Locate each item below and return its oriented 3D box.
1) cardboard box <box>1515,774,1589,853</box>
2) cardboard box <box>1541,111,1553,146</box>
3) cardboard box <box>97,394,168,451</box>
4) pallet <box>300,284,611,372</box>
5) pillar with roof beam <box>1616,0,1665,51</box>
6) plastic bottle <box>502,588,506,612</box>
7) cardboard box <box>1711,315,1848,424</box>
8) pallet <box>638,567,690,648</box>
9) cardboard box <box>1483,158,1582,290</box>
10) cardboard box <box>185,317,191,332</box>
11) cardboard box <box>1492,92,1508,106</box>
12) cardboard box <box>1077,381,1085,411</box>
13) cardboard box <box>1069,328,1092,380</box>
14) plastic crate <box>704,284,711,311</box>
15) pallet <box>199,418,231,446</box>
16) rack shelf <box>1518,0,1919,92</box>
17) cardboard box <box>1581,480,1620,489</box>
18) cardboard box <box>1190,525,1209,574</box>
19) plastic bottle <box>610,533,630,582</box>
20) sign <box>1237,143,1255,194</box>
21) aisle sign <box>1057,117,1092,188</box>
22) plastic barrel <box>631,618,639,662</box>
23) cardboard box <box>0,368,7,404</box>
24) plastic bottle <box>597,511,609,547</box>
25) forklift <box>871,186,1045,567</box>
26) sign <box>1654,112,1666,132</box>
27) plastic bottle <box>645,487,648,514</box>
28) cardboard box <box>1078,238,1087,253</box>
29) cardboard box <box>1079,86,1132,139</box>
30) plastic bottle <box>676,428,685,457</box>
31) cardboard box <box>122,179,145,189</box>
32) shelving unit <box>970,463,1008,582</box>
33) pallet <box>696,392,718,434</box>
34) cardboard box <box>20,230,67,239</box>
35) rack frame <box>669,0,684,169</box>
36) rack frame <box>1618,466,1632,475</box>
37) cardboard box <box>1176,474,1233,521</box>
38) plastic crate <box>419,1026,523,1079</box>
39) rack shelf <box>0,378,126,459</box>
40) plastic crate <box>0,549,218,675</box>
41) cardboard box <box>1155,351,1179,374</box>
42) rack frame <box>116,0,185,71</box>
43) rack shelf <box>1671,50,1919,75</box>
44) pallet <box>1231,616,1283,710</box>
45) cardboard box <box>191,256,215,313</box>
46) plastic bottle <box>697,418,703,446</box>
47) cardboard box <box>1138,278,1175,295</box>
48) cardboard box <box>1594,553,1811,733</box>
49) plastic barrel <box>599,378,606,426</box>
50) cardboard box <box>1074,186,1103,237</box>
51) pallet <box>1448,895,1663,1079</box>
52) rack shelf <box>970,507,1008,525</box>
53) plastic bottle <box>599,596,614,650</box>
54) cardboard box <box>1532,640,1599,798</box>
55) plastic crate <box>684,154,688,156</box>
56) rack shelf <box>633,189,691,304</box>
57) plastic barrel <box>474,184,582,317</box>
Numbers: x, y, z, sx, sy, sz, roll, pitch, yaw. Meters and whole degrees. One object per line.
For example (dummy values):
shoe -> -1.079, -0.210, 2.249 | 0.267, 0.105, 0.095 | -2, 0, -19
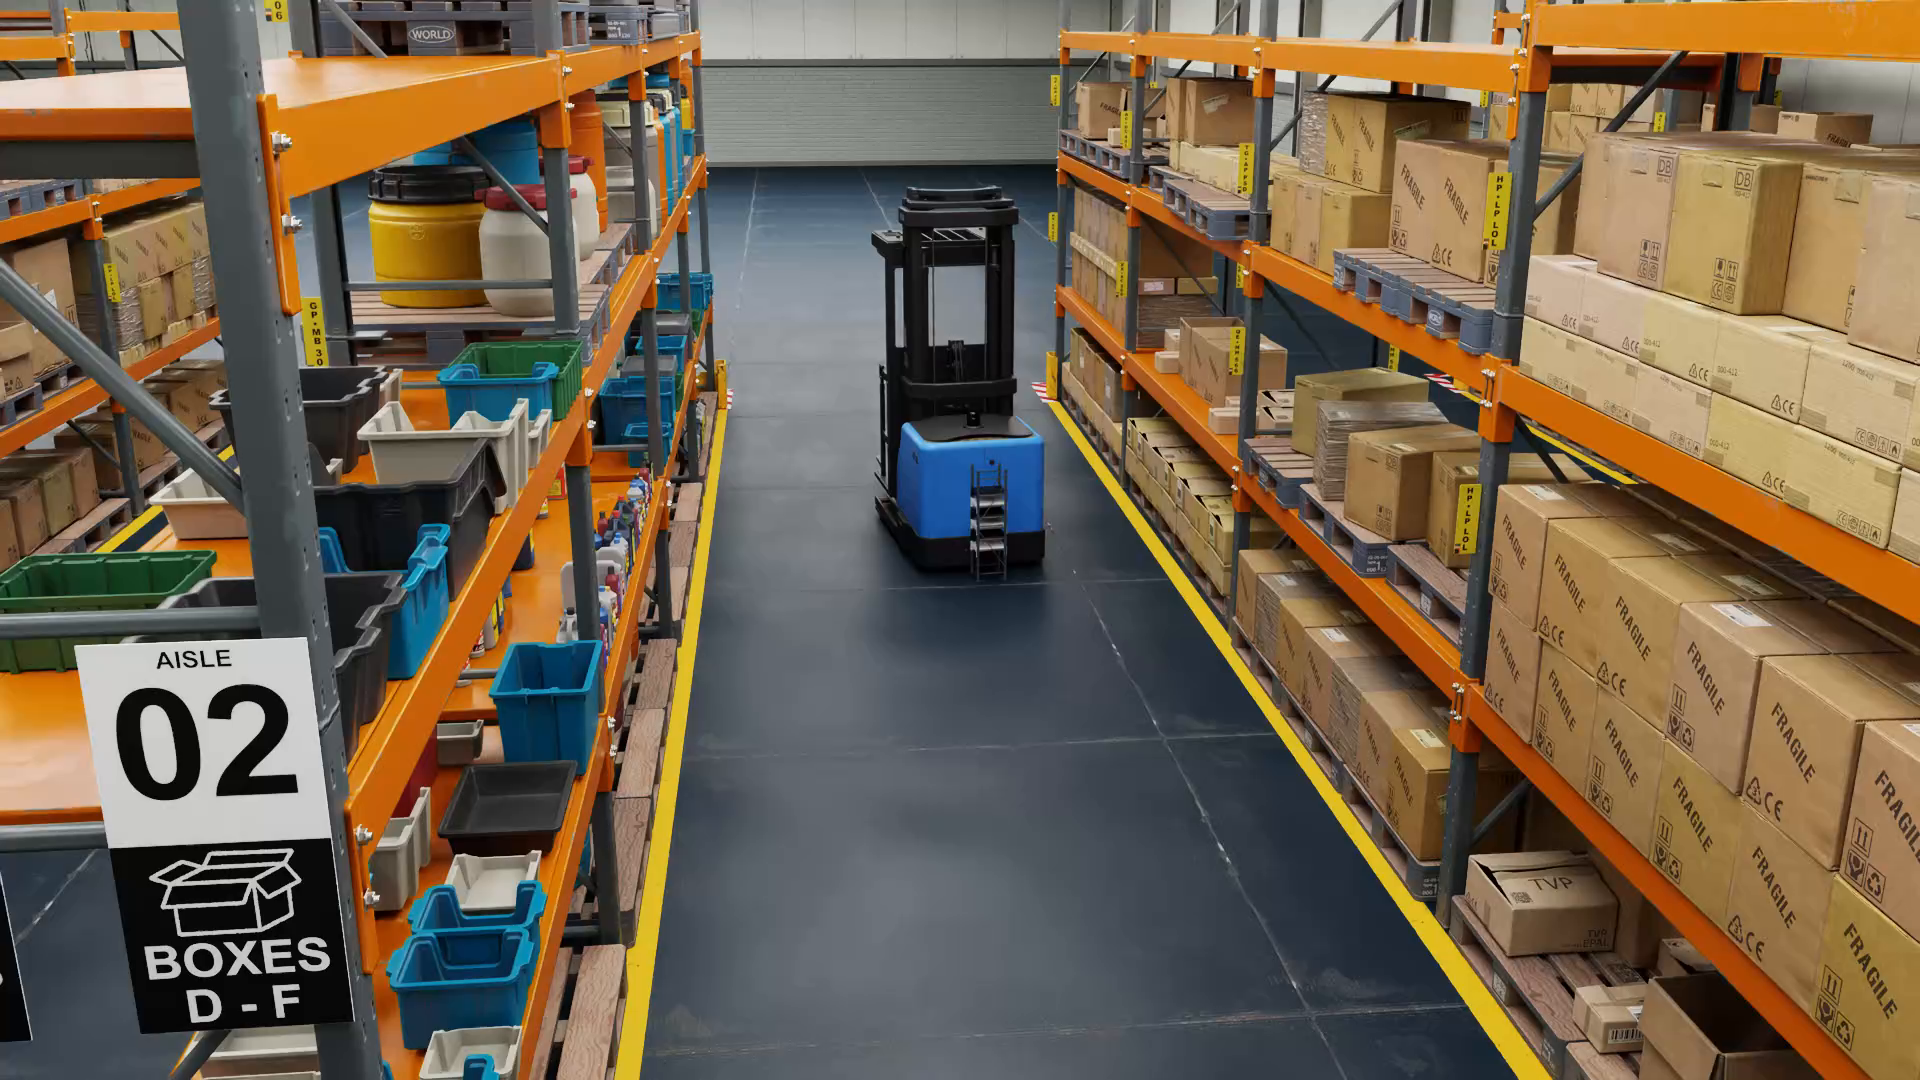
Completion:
cardboard box -> 3.045, 1.271, 8.558 | 0.500, 0.500, 0.500 | -3, 18, -8
cardboard box -> 6.405, -4.354, 17.831 | 0.500, 0.500, 0.500 | -1, 17, -3
cardboard box -> -8.037, -1.119, 16.206 | 0.500, 0.500, 0.500 | -3, 18, -11
pallet -> -2.253, -0.979, 7.596 | 1.213, 0.211, 1.003 | -2, 18, -6
pillar with roof beam -> 3.192, -5.836, 17.744 | 9.100, 9.000, 0.400 | -2, 18, -6
plastic bottle -> -2.418, 0.238, 8.627 | 0.097, 0.271, 0.097 | 0, 17, 0
cardboard box -> 2.801, -0.558, 5.354 | 0.500, 0.250, 0.500 | -2, 18, -6
pallet -> -2.529, 0.499, 12.235 | 1.003, 0.211, 1.213 | -2, 18, -6
cardboard box -> 2.874, -1.439, 7.710 | 0.600, 0.600, 0.600 | -3, 18, -11
cardboard box -> -7.788, -2.111, 16.313 | 0.380, 0.149, 0.250 | -2, 18, -6
cardboard box -> 6.340, -5.132, 18.639 | 0.500, 0.500, 0.500 | -3, 18, -10
cardboard box -> 1.555, -1.559, 18.024 | 0.500, 0.250, 0.500 | -2, 18, -6
cardboard box -> 1.502, -2.066, 18.386 | 0.500, 0.500, 0.500 | -2, 18, -6
plastic crate -> -2.902, -2.578, 17.630 | 0.499, 0.251, 0.408 | -2, 18, -6
pallet -> -8.183, -1.234, 17.754 | 1.003, 0.211, 1.213 | -2, 18, -6
rack shelf -> 3.059, -1.481, 5.078 | 1.077, 0.370, 4.000 | -2, 18, -6
cardboard box -> 3.026, 0.044, 8.160 | 0.700, 0.500, 0.500 | -8, 19, -24
cardboard box -> 2.086, 0.058, 12.876 | 0.500, 0.250, 0.500 | -2, 18, -6
plastic bottle -> -1.858, 0.095, 9.083 | 0.097, 0.271, 0.097 | 0, 17, 0
sign -> 1.887, -2.452, 10.977 | 0.100, 0.325, 0.005 | -2, 18, -6
aisle sign -> 1.303, -4.385, 18.797 | 0.394, 0.787, 0.004 | -2, 18, -6
plastic barrel -> -2.420, 0.381, 10.878 | 0.600, 0.830, 0.708 | -2, 18, -6
cardboard box -> -7.358, -1.082, 12.164 | 0.500, 0.250, 0.500 | -2, 18, -7
plastic bottle -> -2.028, -0.036, 9.480 | 0.061, 0.283, 0.133 | -2, 18, -6
forklift -> -0.139, -1.582, 14.321 | 1.130, 2.935, 3.031 | -4, 18, -12
sign -> 6.415, -3.756, 15.262 | 0.100, 0.325, 0.005 | -2, 18, -6
plastic bottle -> -1.994, -0.265, 10.344 | 0.097, 0.201, 0.097 | 0, 17, 0
cardboard box -> 1.495, -3.216, 18.162 | 0.380, 0.149, 0.250 | -2, 18, -5
cardboard box -> 1.514, -4.378, 17.003 | 0.500, 0.500, 0.500 | -2, 18, -6
plastic bottle -> -2.714, -0.986, 15.998 | 0.144, 0.351, 0.185 | -2, 18, -6
cardboard box -> -7.678, -3.297, 14.914 | 0.500, 0.250, 0.500 | -2, 18, -6
shelving unit -> 0.227, -0.139, 13.117 | 0.258, 0.900, 0.210 | -4, 18, -12
pallet -> -3.179, -1.389, 18.249 | 1.003, 0.211, 1.213 | -2, 18, -6
cardboard box -> -8.147, -2.430, 14.578 | 0.500, 0.500, 0.500 | -2, 18, -6
rack frame -> -2.900, -4.653, 13.976 | 1.000, 3.000, 0.127 | -2, 18, -6
rack frame -> 6.954, -2.097, 15.849 | 1.000, 3.000, 0.127 | -2, 18, -6
cardboard box -> 2.032, -0.361, 13.272 | 0.500, 0.311, 0.500 | -2, 18, -6
plastic crate -> -1.381, 1.497, 4.740 | 0.250, 0.136, 0.298 | -2, 18, -6
rack shelf -> -7.620, -0.699, 12.597 | 1.077, 0.370, 4.000 | -2, 18, -6
plastic crate -> -2.048, 0.169, 3.977 | 0.450, 0.188, 0.336 | -2, 18, -6
cardboard box -> 1.915, -1.553, 14.535 | 0.380, 0.149, 0.250 | -2, 18, -6
rack frame -> -8.239, -5.692, 17.285 | 1.000, 3.000, 0.127 | -2, 18, -6
rack shelf -> 7.161, -3.830, 13.221 | 1.077, 0.370, 4.000 | -2, 18, -6
pallet -> 2.479, 0.803, 11.268 | 1.003, 0.211, 1.213 | -2, 18, -6
cardboard box -> -8.030, -2.559, 16.658 | 0.875, 0.500, 0.500 | -2, 18, -6
plastic bottle -> -2.566, -1.065, 16.362 | 0.061, 0.283, 0.133 | -1, 17, -3
cardboard box -> 1.786, -2.375, 15.483 | 0.380, 0.149, 0.250 | -2, 18, -6
cardboard box -> 2.727, 0.372, 6.149 | 0.500, 0.500, 0.500 | -2, 18, -7
plastic barrel -> -2.849, -1.078, 12.417 | 0.421, 0.512, 0.421 | 0, 17, 0
cardboard box -> 1.656, -3.646, 18.451 | 0.700, 0.500, 0.500 | -2, 18, -5
pallet -> 2.922, 1.976, 7.532 | 1.003, 0.211, 1.213 | -2, 18, -6
rack shelf -> 0.227, -0.193, 13.100 | 0.258, 0.077, 0.200 | -4, 18, -12
plastic bottle -> -1.781, 0.393, 8.125 | 0.152, 0.276, 0.135 | -2, 18, -6
cardboard box -> 2.690, 0.705, 6.755 | 0.500, 0.500, 0.500 | -1, 17, -5
plastic crate -> -2.792, -3.600, 15.981 | 0.336, 0.188, 0.450 | -2, 18, -6
rack shelf -> -2.694, -2.283, 12.635 | 1.077, 0.370, 4.000 | -2, 18, -6
plastic barrel -> -1.880, -1.269, 7.274 | 0.433, 0.535, 0.433 | 0, 17, 0
